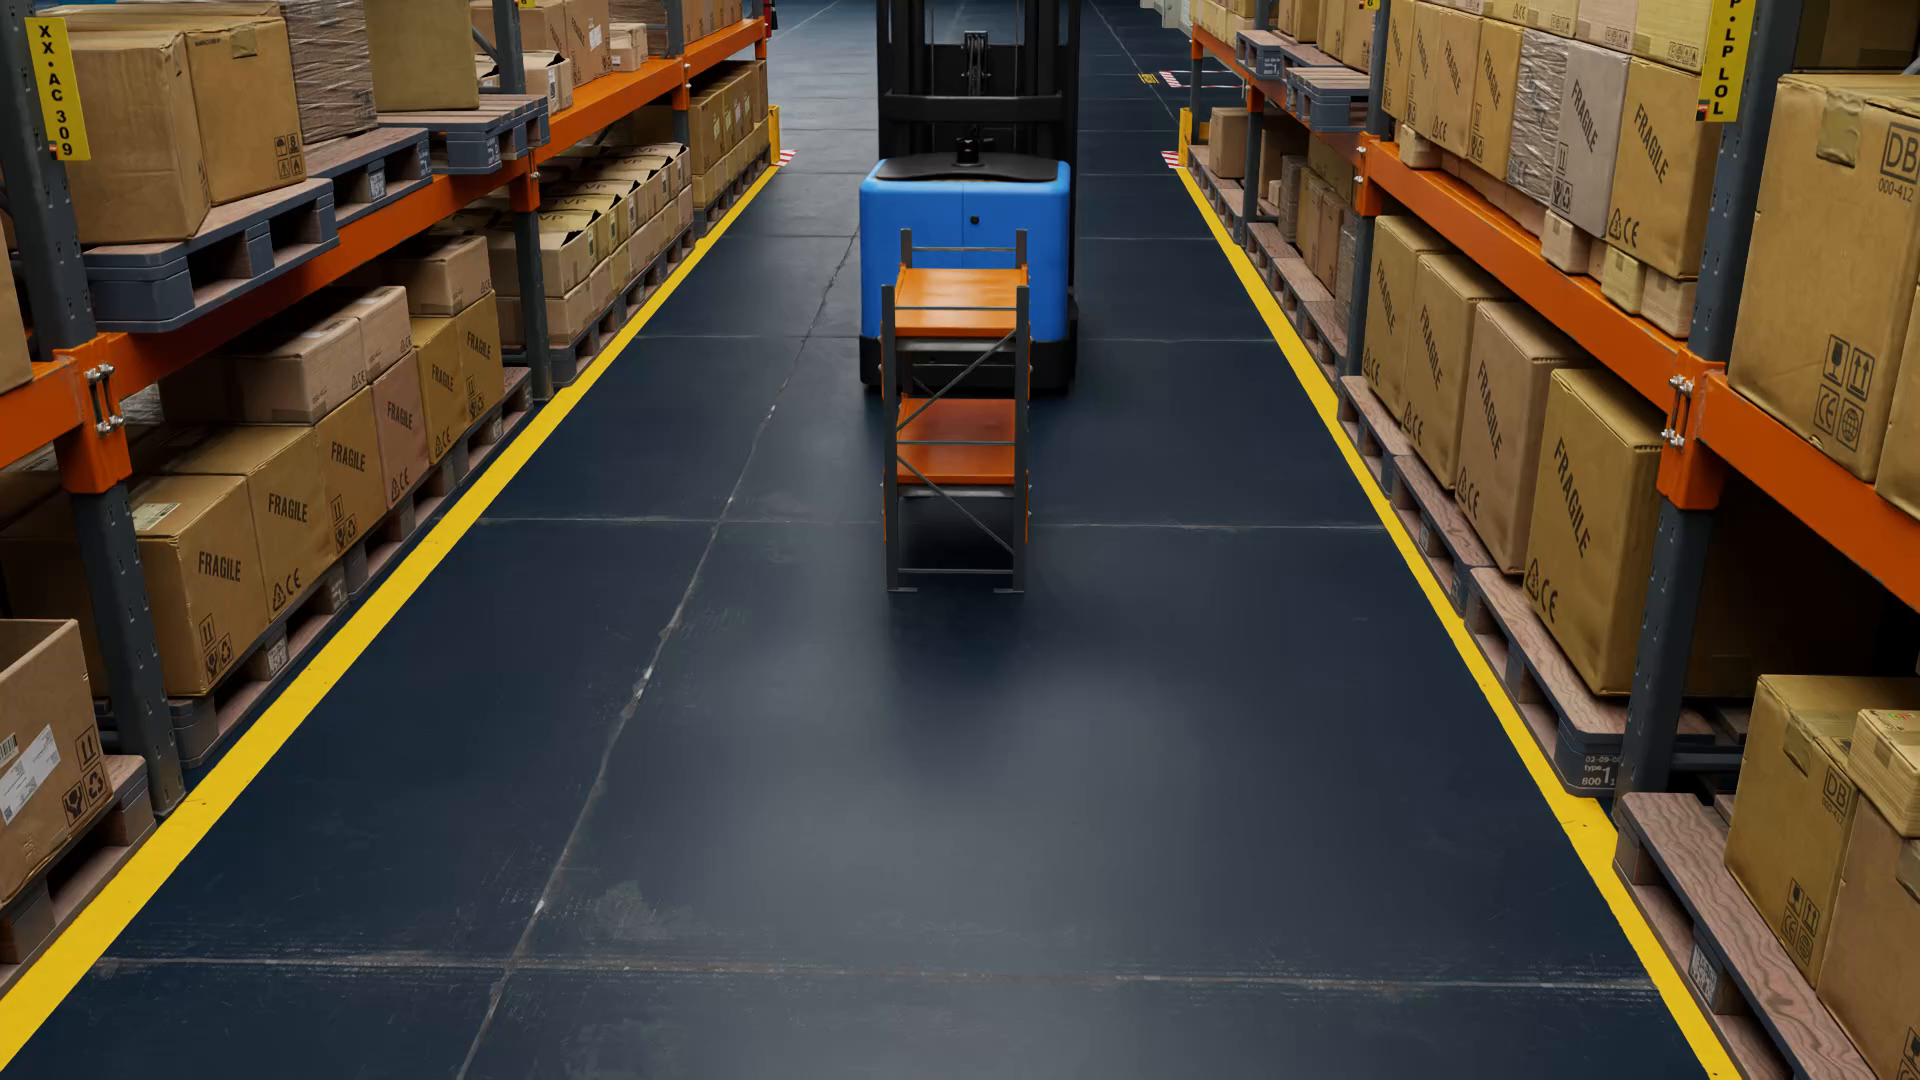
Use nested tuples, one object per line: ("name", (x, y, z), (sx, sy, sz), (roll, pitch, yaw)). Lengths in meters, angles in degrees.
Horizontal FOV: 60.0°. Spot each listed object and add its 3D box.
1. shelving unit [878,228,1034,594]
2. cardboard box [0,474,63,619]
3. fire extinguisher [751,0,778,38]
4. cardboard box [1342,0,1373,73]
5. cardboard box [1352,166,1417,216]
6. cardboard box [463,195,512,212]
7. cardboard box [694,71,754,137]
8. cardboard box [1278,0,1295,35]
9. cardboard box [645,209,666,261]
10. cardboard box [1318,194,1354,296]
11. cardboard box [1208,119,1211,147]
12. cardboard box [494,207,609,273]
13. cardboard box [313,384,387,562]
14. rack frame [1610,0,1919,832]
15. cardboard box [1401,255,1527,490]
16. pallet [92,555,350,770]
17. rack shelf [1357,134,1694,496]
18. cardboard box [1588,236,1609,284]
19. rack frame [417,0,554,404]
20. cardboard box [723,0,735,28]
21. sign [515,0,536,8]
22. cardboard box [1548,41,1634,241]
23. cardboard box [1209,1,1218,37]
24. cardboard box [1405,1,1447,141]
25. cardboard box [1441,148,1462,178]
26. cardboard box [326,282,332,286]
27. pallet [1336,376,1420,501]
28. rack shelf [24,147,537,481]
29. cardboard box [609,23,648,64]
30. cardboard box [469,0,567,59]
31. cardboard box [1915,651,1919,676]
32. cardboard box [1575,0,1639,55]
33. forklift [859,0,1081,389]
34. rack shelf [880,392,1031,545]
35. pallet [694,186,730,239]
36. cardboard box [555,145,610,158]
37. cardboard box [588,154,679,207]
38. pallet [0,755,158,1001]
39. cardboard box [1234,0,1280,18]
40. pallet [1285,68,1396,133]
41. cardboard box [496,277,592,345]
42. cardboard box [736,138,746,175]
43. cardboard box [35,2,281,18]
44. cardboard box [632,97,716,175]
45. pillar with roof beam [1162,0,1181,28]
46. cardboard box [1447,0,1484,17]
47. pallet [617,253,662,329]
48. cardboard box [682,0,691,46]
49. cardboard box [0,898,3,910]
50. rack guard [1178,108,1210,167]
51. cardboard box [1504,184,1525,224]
("shelving unit", (0.000, -0.522, 6.319), (0.538, 1.125, 1.048), (1, 21, 2))
("cardboard box", (-2.943, 0.119, 4.924), (0.500, 0.500, 0.500), (1, 21, 1))
("fire extinguisher", (-1.839, -5.001, 15.377), (0.296, 0.674, 0.183), (1, 21, 2))
("cardboard box", (2.396, -2.677, 8.536), (0.700, 0.500, 0.500), (-1, 21, -3))
("cardboard box", (2.451, -1.909, 9.113), (0.500, 0.250, 0.500), (1, 21, 3))
("cardboard box", (-2.753, -1.844, 9.581), (0.500, 0.311, 0.500), (0, 21, 1))
("cardboard box", (-2.041, -3.704, 14.111), (0.500, 0.500, 0.500), (1, 21, 2))
("cardboard box", (2.474, -3.568, 10.831), (0.700, 0.500, 0.500), (1, 21, 2))
("cardboard box", (-2.184, -1.946, 10.617), (0.500, 0.250, 0.500), (1, 21, 3))
("cardboard box", (2.490, -1.719, 9.660), (0.700, 0.500, 0.500), (1, 21, 1))
("cardboard box", (2.534, -3.648, 14.893), (0.500, 0.311, 0.500), (-2, 21, -4))
("cardboard box", (-2.233, -1.658, 9.100), (0.500, 0.311, 0.500), (0, 21, 0))
("cardboard box", (-2.386, -0.246, 5.863), (0.500, 0.500, 0.500), (1, 21, 2))
("rack frame", (2.280, -0.607, 3.947), (1.000, 3.000, 0.127), (1, 21, 2))
("cardboard box", (2.215, -0.666, 6.489), (0.750, 0.750, 0.750), (1, 21, 1))
("pallet", (-2.685, 0.345, 5.347), (1.003, 0.211, 1.213), (1, 21, 2))
("rack shelf", (2.341, -0.995, 5.940), (1.077, 0.370, 4.000), (1, 21, 2))
("cardboard box", (2.044, -0.809, 4.787), (0.380, 0.149, 0.250), (1, 21, 3))
("rack frame", (-2.550, -2.106, 7.811), (1.000, 3.000, 0.127), (1, 21, 2))
("cardboard box", (-2.345, -4.687, 14.324), (0.700, 0.500, 0.500), (1, 21, 3))
("sign", (-2.007, -2.607, 7.609), (0.100, 0.325, 0.005), (1, 21, 2))
("cardboard box", (2.048, -1.156, 4.784), (0.500, 0.500, 0.500), (1, 21, 2))
("cardboard box", (2.272, -4.157, 13.277), (0.500, 0.250, 0.500), (1, 21, 2))
("cardboard box", (2.106, -1.886, 6.665), (0.500, 0.500, 0.500), (1, 21, 3))
("cardboard box", (2.166, -1.551, 6.698), (0.380, 0.149, 0.250), (0, 21, 1))
("cardboard box", (-2.850, -0.985, 7.768), (0.500, 0.500, 0.500), (2, 21, 4))
("pallet", (2.302, -0.469, 7.446), (1.003, 0.211, 1.213), (1, 21, 2))
("rack shelf", (-2.611, -1.048, 6.077), (1.077, 0.370, 4.000), (1, 21, 2))
("cardboard box", (-2.400, -3.304, 11.106), (0.500, 0.250, 0.500), (2, 21, 5))
("cardboard box", (-2.515, -2.760, 9.357), (0.500, 0.500, 0.500), (0, 21, -1))
("cardboard box", (2.357, 0.279, 3.641), (0.380, 0.149, 0.250), (1, 21, 1))
("cardboard box", (2.063, -1.508, 4.654), (0.500, 0.250, 0.500), (1, 21, 3))
("forklift", (0.116, -2.607, 9.197), (1.130, 2.935, 3.031), (1, 21, 4))
("rack shelf", (0.000, -0.294, 6.408), (0.538, 0.278, 1.000), (1, 21, 2))
("pallet", (-2.362, -2.540, 12.783), (1.003, 0.211, 1.213), (1, 21, 2))
("cardboard box", (-2.690, -2.581, 11.480), (0.500, 0.311, 0.500), (1, 21, 2))
("cardboard box", (-2.164, -2.390, 10.988), (0.500, 0.311, 0.500), (1, 21, 3))
("pallet", (-2.694, 0.888, 3.948), (1.003, 0.211, 1.213), (1, 21, 2))
("cardboard box", (2.228, -3.963, 11.739), (0.500, 0.500, 0.500), (1, 21, 1))
("pallet", (2.317, -2.223, 8.376), (1.213, 0.211, 1.003), (1, 21, 2))
("cardboard box", (-2.241, -1.206, 8.712), (0.500, 0.250, 0.500), (1, 21, 1))
("cardboard box", (-2.061, -3.173, 13.781), (0.500, 0.250, 0.500), (1, 21, 2))
("cardboard box", (-2.680, -1.542, 5.638), (0.700, 0.500, 0.500), (-5, 22, -12))
("cardboard box", (-2.101, -2.980, 12.247), (0.500, 0.500, 0.500), (1, 21, 2))
("pillar with roof beam", (-0.267, -14.036, 30.262), (9.100, 9.000, 0.400), (1, 21, 2))
("cardboard box", (2.103, -2.061, 6.080), (0.500, 0.250, 0.500), (1, 21, 2))
("pallet", (-2.446, -1.544, 10.215), (1.003, 0.211, 1.213), (1, 21, 2))
("cardboard box", (-2.412, -3.951, 12.426), (0.700, 0.500, 0.500), (0, 21, 1))
("cardboard box", (-2.357, 0.809, 3.630), (0.380, 0.149, 0.250), (1, 21, 2))
("rack guard", (2.642, -3.753, 15.510), (1.175, 0.500, 0.348), (1, 21, 2))
("cardboard box", (2.109, -1.179, 5.741), (0.380, 0.149, 0.250), (1, 21, 3))
